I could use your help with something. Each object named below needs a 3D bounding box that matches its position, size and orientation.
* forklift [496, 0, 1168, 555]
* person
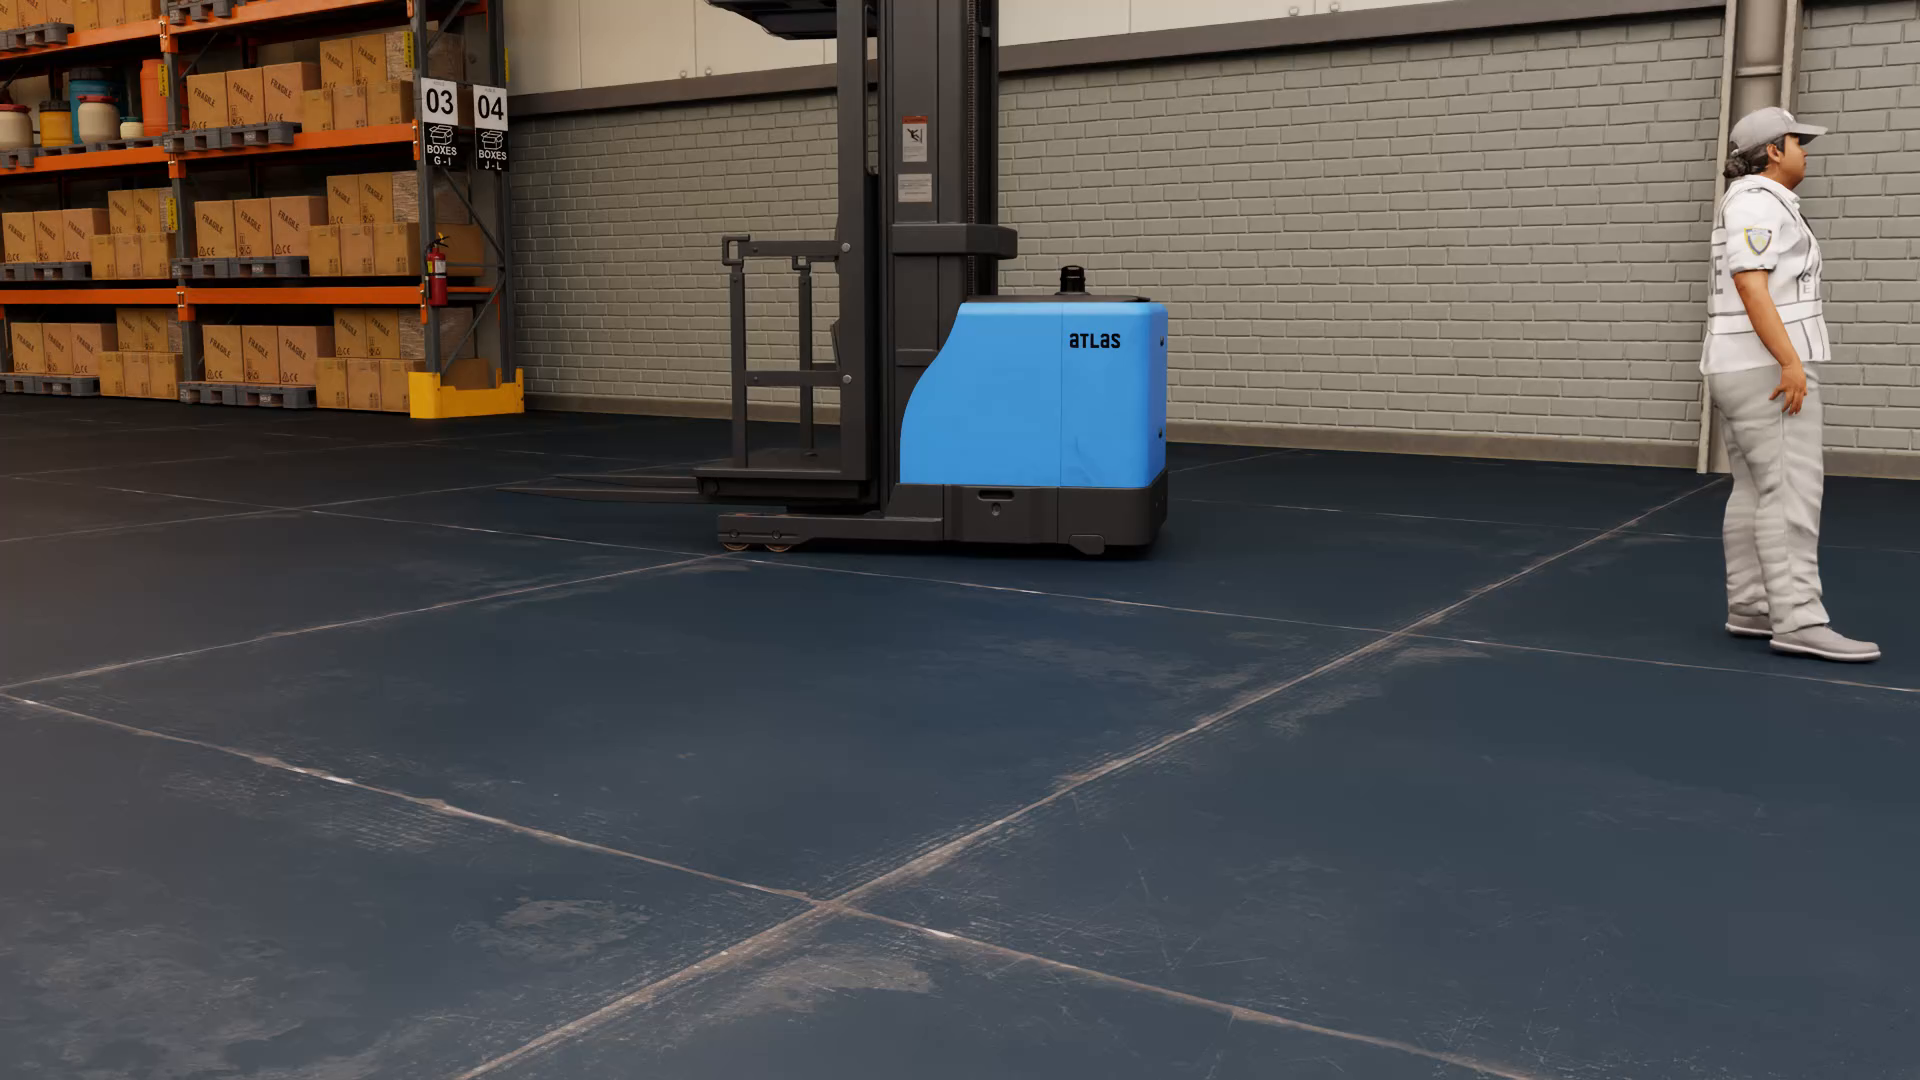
[{"bbox_3d":[-0.596,-1.469,7.520,3.031,2.935,1.130,2,8,12],"label":"forklift"},{"bbox_3d":[2.603,-0.507,5.198,0.529,1.670,0.596,3,9,20],"label":"person"}]
